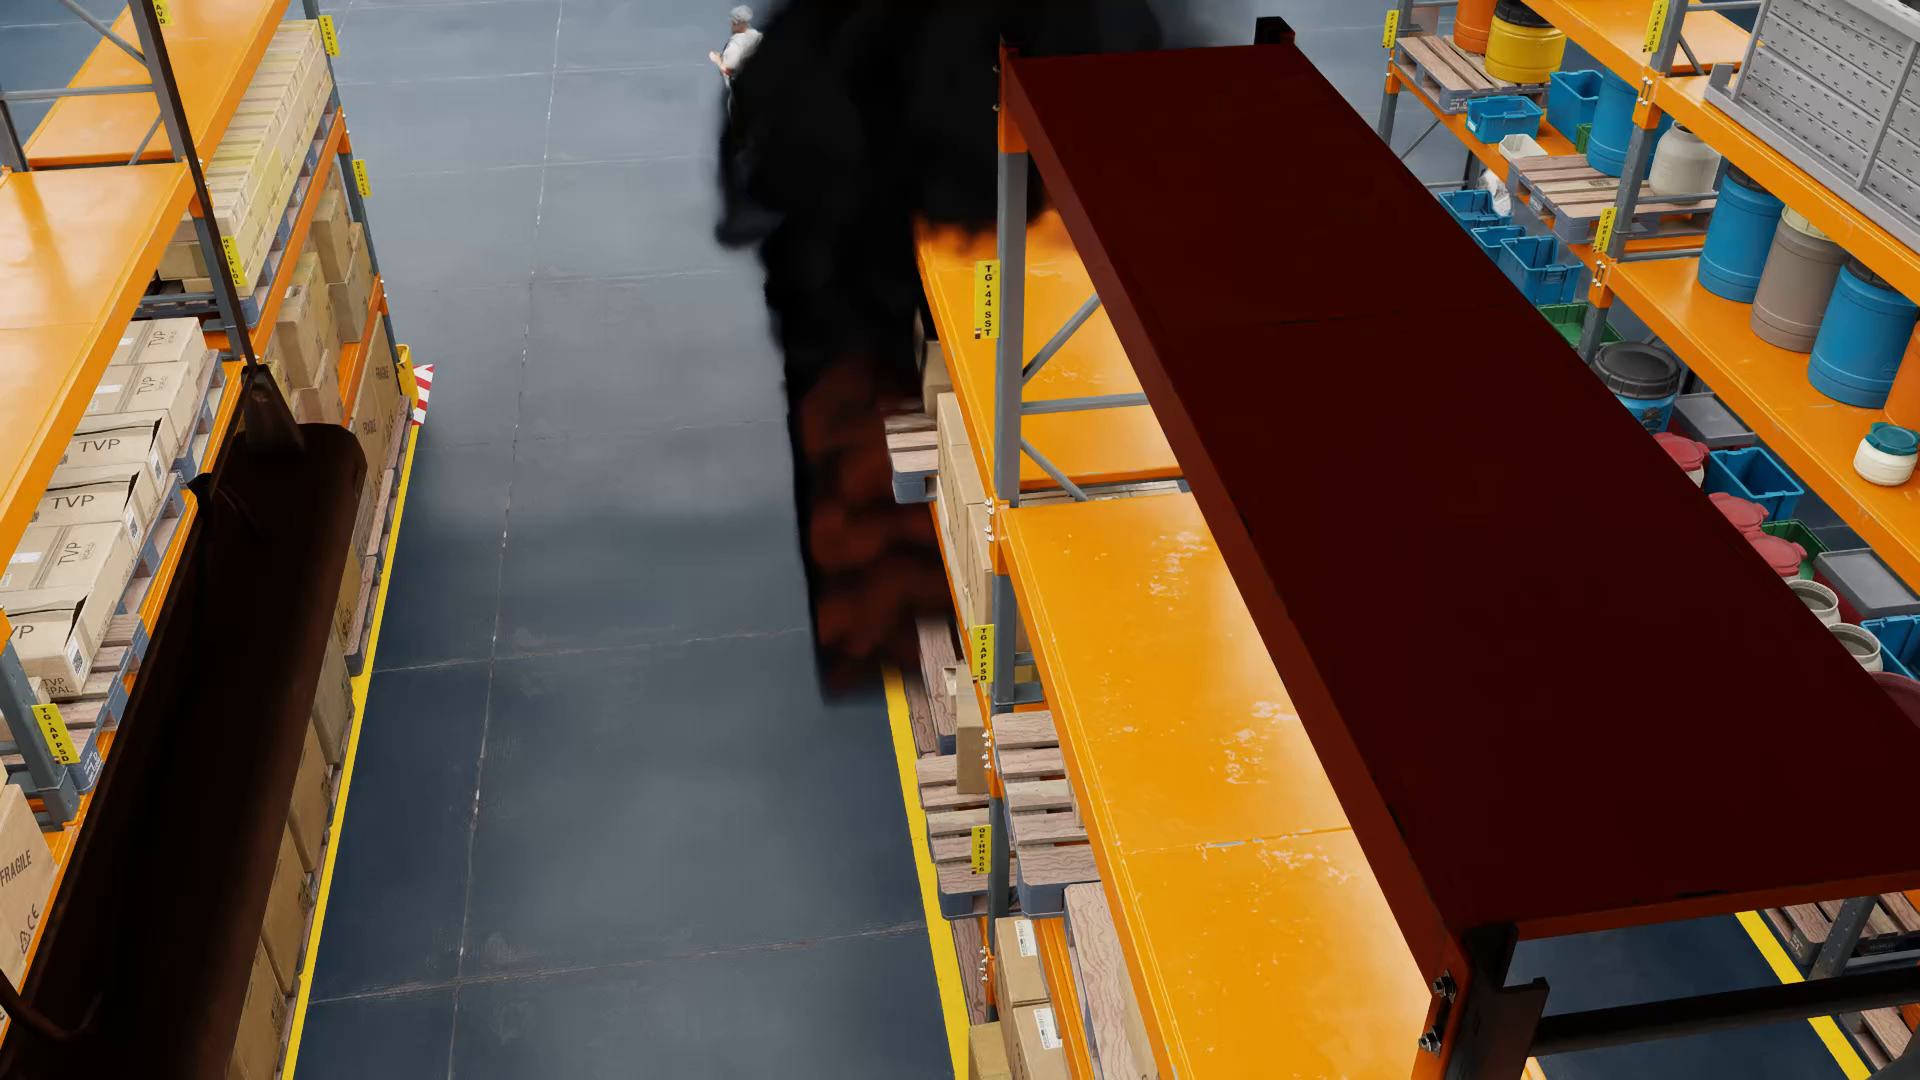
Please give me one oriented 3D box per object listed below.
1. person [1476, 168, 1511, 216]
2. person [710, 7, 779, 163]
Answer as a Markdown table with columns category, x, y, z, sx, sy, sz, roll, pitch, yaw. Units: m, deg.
| category | x | y | z | sx | sy | sz | roll | pitch | yaw |
| --- | --- | --- | --- | --- | --- | --- | --- | --- | --- |
| person | 5.212 | -3.230 | 16.454 | 0.686 | 1.670 | 0.579 | -23 | 42 | -28 |
| person | -2.512 | -5.166 | 18.992 | 0.682 | 1.841 | 0.638 | 11 | 38 | 14 |
